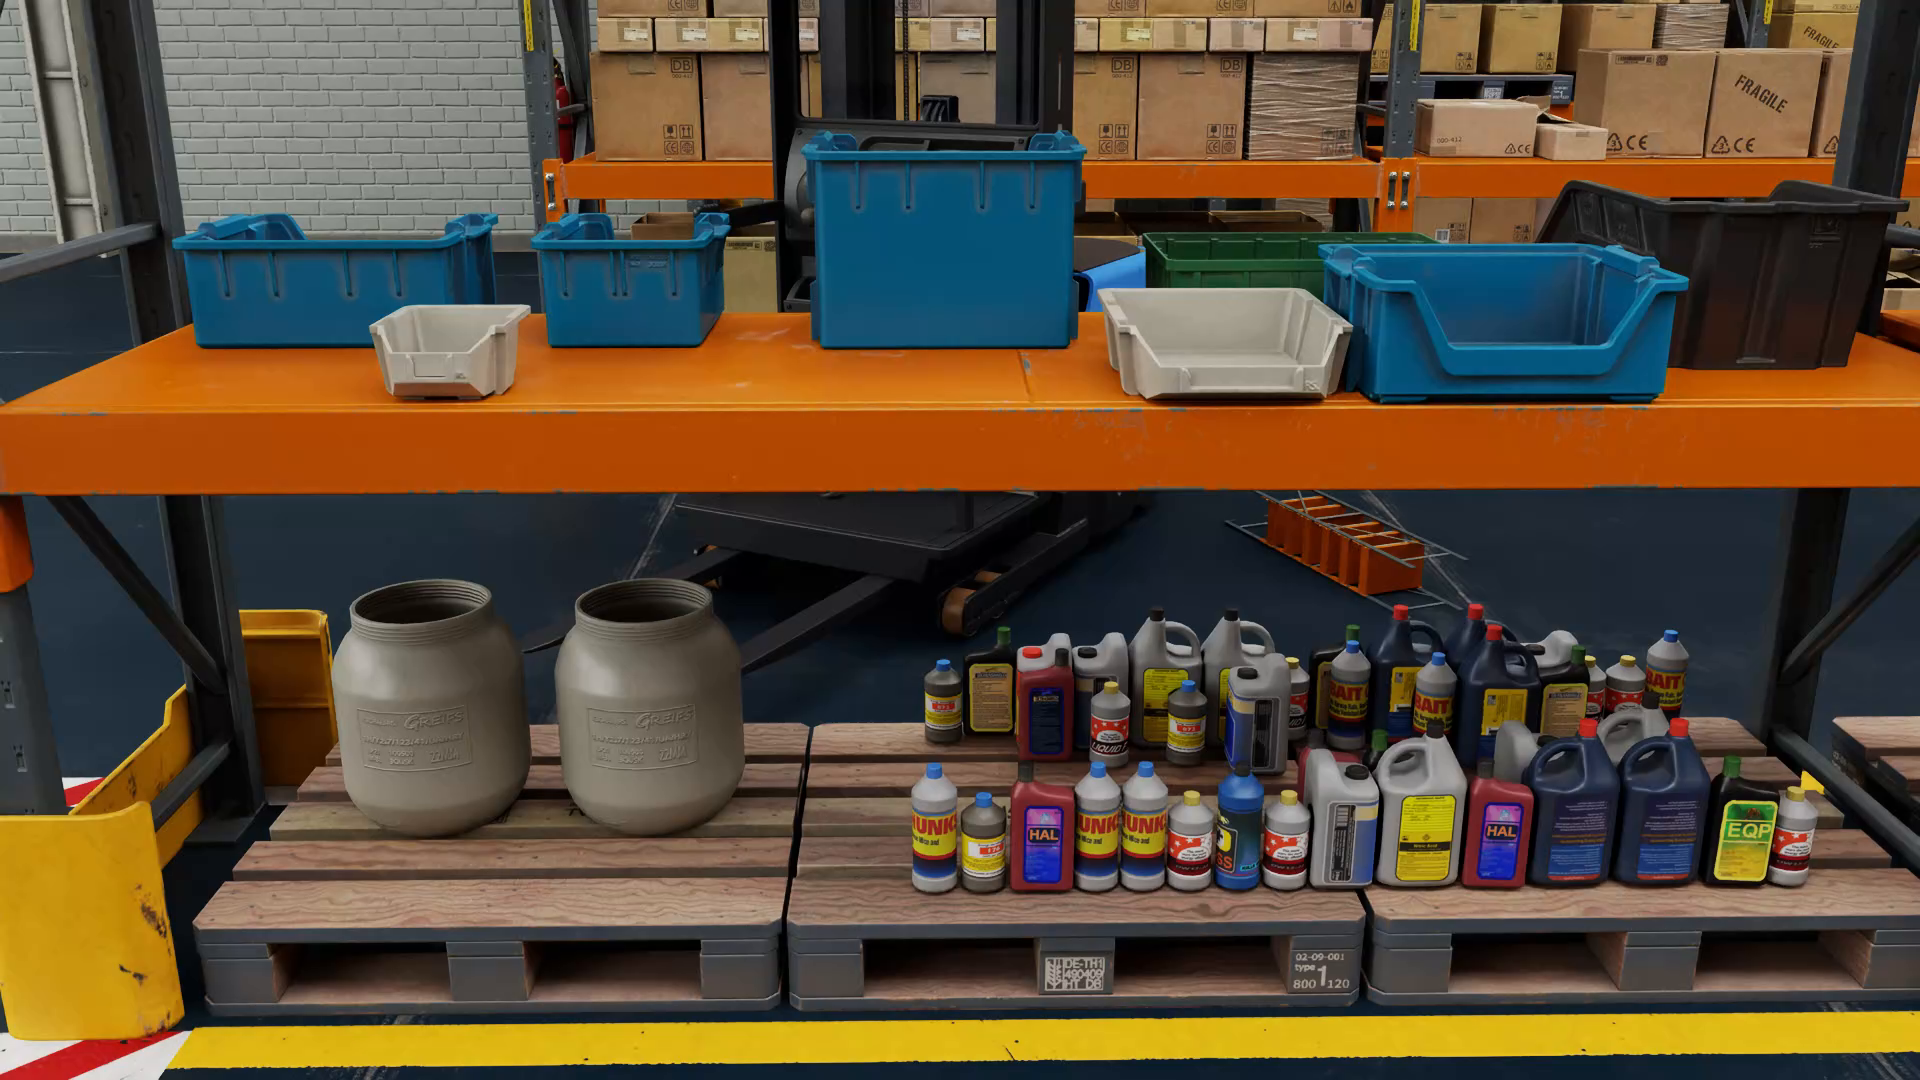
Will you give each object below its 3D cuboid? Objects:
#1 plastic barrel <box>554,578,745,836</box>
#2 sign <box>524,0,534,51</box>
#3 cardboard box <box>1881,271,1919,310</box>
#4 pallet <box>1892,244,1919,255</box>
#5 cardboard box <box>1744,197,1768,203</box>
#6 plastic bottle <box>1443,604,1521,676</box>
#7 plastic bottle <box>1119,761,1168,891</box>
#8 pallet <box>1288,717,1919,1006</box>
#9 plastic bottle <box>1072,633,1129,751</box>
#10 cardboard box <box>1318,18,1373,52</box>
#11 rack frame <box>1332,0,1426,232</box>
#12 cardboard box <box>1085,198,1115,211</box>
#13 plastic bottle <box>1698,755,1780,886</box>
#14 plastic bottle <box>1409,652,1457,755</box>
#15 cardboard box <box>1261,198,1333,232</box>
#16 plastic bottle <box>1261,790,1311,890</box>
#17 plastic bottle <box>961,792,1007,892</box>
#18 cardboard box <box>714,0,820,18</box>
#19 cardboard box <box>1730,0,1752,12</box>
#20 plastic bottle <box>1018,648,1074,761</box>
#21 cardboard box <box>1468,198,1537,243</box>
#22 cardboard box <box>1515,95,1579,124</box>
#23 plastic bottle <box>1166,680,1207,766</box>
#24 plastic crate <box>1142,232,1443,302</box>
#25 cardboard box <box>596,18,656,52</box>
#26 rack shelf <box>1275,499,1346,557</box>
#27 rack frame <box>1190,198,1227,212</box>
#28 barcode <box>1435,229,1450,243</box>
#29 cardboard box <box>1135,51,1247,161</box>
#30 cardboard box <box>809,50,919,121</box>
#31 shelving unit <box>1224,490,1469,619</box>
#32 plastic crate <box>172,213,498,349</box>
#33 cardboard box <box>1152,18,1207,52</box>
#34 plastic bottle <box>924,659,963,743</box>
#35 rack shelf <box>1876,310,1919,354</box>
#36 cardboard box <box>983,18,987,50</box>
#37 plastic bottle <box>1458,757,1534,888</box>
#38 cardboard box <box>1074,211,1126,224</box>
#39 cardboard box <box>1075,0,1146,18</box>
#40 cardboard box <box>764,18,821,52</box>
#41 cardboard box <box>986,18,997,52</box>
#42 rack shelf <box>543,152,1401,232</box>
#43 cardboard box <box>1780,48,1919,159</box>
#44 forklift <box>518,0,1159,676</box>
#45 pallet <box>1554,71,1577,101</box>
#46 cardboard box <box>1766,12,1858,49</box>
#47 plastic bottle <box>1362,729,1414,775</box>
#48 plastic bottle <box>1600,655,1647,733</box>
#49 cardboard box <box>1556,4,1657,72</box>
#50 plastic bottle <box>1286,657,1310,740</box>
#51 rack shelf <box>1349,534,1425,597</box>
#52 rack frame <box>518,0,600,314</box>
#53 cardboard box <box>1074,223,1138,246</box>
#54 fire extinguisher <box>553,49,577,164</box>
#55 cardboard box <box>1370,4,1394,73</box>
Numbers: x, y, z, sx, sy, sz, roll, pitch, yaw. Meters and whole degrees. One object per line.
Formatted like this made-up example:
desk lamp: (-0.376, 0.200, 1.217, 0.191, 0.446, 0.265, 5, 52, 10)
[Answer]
plastic barrel: (-0.713, 0.380, 3.838, 0.421, 0.512, 0.421, 0, 18, 0)
sign: (-1.943, -2.369, 7.476, 0.005, 0.325, 0.100, 0, 18, -1)
cardboard box: (4.509, -1.201, 8.278, 0.500, 0.311, 0.500, 0, 18, -1)
pallet: (7.978, -2.298, 13.367, 1.213, 0.211, 1.003, 0, 18, -1)
cardboard box: (6.709, -2.780, 13.135, 0.750, 0.750, 0.750, -1, 18, -2)
plastic bottle: (1.315, 0.334, 4.213, 0.185, 0.351, 0.144, 0, 18, 1)
plastic bottle: (0.389, 0.598, 3.519, 0.097, 0.271, 0.097, 0, 18, 0)
pallet: (1.456, 0.723, 3.948, 1.213, 0.211, 1.003, 0, 18, -1)
plastic bottle: (0.349, 0.375, 4.206, 0.135, 0.276, 0.152, -1, 18, -2)
cardboard box: (1.785, -2.398, 7.886, 0.250, 0.149, 0.380, 0, 18, -1)
rack frame: (2.054, -2.108, 8.209, 0.127, 3.000, 1.000, 0, 18, -1)
cardboard box: (0.935, -2.623, 13.186, 0.500, 0.500, 0.500, -2, 18, -5)
plastic bottle: (1.652, 0.592, 3.519, 0.133, 0.283, 0.061, 1, 18, 2)
plastic bottle: (1.171, 0.409, 4.108, 0.097, 0.271, 0.097, 0, 18, 0)
cardboard box: (2.708, -2.649, 13.266, 0.500, 0.500, 0.700, 0, 18, 1)
plastic bottle: (0.694, 0.630, 3.534, 0.097, 0.201, 0.097, 0, 18, 0)
plastic bottle: (0.050, 0.633, 3.525, 0.097, 0.201, 0.097, 0, 18, 0)
cardboard box: (-0.900, -2.757, 7.944, 0.500, 0.500, 0.700, -1, 18, -2)
cardboard box: (6.421, -4.278, 13.060, 0.500, 0.250, 0.500, 0, 18, 1)
plastic bottle: (0.213, 0.405, 4.101, 0.133, 0.283, 0.061, 0, 18, -1)
cardboard box: (4.239, -2.662, 13.308, 0.500, 0.500, 0.700, 0, 18, -1)
cardboard box: (2.930, -2.104, 8.417, 0.258, 0.266, 0.396, -1, 18, -2)
plastic bottle: (0.560, 0.445, 4.109, 0.097, 0.201, 0.097, 0, 18, 0)
plastic crate: (0.766, -0.574, 3.773, 0.662, 0.188, 0.450, 0, 18, -1)
cardboard box: (-1.550, -2.381, 7.835, 0.250, 0.149, 0.380, 0, 18, -1)
rack shelf: (1.349, -0.050, 6.380, 0.258, 0.180, 0.103, -7, 19, -21)
rack frame: (1.972, -3.621, 12.925, 0.127, 3.000, 1.000, 0, 18, -1)
barcode: (2.315, -1.459, 7.984, 0.075, 0.075, 0.001, 0, 18, -1)
cardboard box: (1.083, -2.147, 8.167, 0.500, 0.500, 0.700, 0, 18, -1)
cardboard box: (-0.457, -2.139, 8.142, 0.500, 0.500, 0.700, 0, 18, 0)
shelving unit: (1.412, -0.003, 6.236, 0.258, 0.189, 1.200, -7, 19, -21)
plastic crate: (-1.376, -0.599, 3.747, 0.616, 0.251, 0.499, 0, 18, -1)
cardboard box: (1.014, -2.394, 7.873, 0.250, 0.149, 0.380, 0, 18, -1)
plastic bottle: (-0.042, 0.404, 4.238, 0.097, 0.201, 0.097, 0, 18, 0)
rack shelf: (4.128, -0.262, 3.632, 4.000, 0.370, 1.077, 0, 18, -1)
cardboard box: (0.233, -2.514, 8.248, 0.250, 0.149, 0.380, 0, 18, -1)
plastic bottle: (1.135, 0.594, 3.511, 0.133, 0.283, 0.061, 1, 18, 3)
cardboard box: (0.585, -1.444, 8.726, 0.500, 0.500, 0.500, 0, 18, -1)
cardboard box: (0.604, -2.764, 7.967, 0.500, 0.500, 0.700, 0, 18, -1)
cardboard box: (-0.784, -2.385, 7.846, 0.250, 0.149, 0.380, -1, 18, -2)
cardboard box: (0.250, -2.390, 7.862, 0.250, 0.149, 0.380, 0, 18, 1)
rack shelf: (0.054, -1.756, 8.288, 4.000, 0.370, 1.077, 0, 18, -1)
cardboard box: (4.376, -2.162, 8.213, 0.500, 0.500, 0.500, -1, 18, -4)
forklift: (-0.295, -1.228, 5.577, 1.130, 2.935, 3.031, 9, 20, 27)
pallet: (5.260, -3.513, 12.902, 1.003, 0.211, 1.213, 0, 18, -1)
cardboard box: (6.461, -3.763, 12.685, 0.500, 0.500, 0.500, 0, 18, 1)
plastic bottle: (0.947, 0.551, 3.646, 0.133, 0.283, 0.061, 0, 18, -1)
plastic bottle: (1.701, 0.396, 4.264, 0.097, 0.201, 0.097, 0, 18, 0)
cardboard box: (4.943, -3.881, 12.852, 0.500, 0.500, 0.700, -2, 18, -6)
plastic bottle: (0.842, 0.400, 4.251, 0.097, 0.201, 0.097, 0, 18, 0)
rack shelf: (1.532, 0.088, 5.959, 0.258, 0.180, 0.103, -7, 19, -21)
rack frame: (-1.946, -2.089, 8.148, 0.127, 3.000, 1.000, 0, 18, -1)
cardboard box: (0.594, -1.284, 8.227, 0.500, 0.500, 0.500, 0, 18, -1)
fire extinguisher: (-2.071, -2.193, 8.601, 0.183, 0.674, 0.296, 0, 18, -1)
cardboard box: (3.040, -3.871, 12.819, 0.500, 0.500, 0.700, 2, 18, 5)
